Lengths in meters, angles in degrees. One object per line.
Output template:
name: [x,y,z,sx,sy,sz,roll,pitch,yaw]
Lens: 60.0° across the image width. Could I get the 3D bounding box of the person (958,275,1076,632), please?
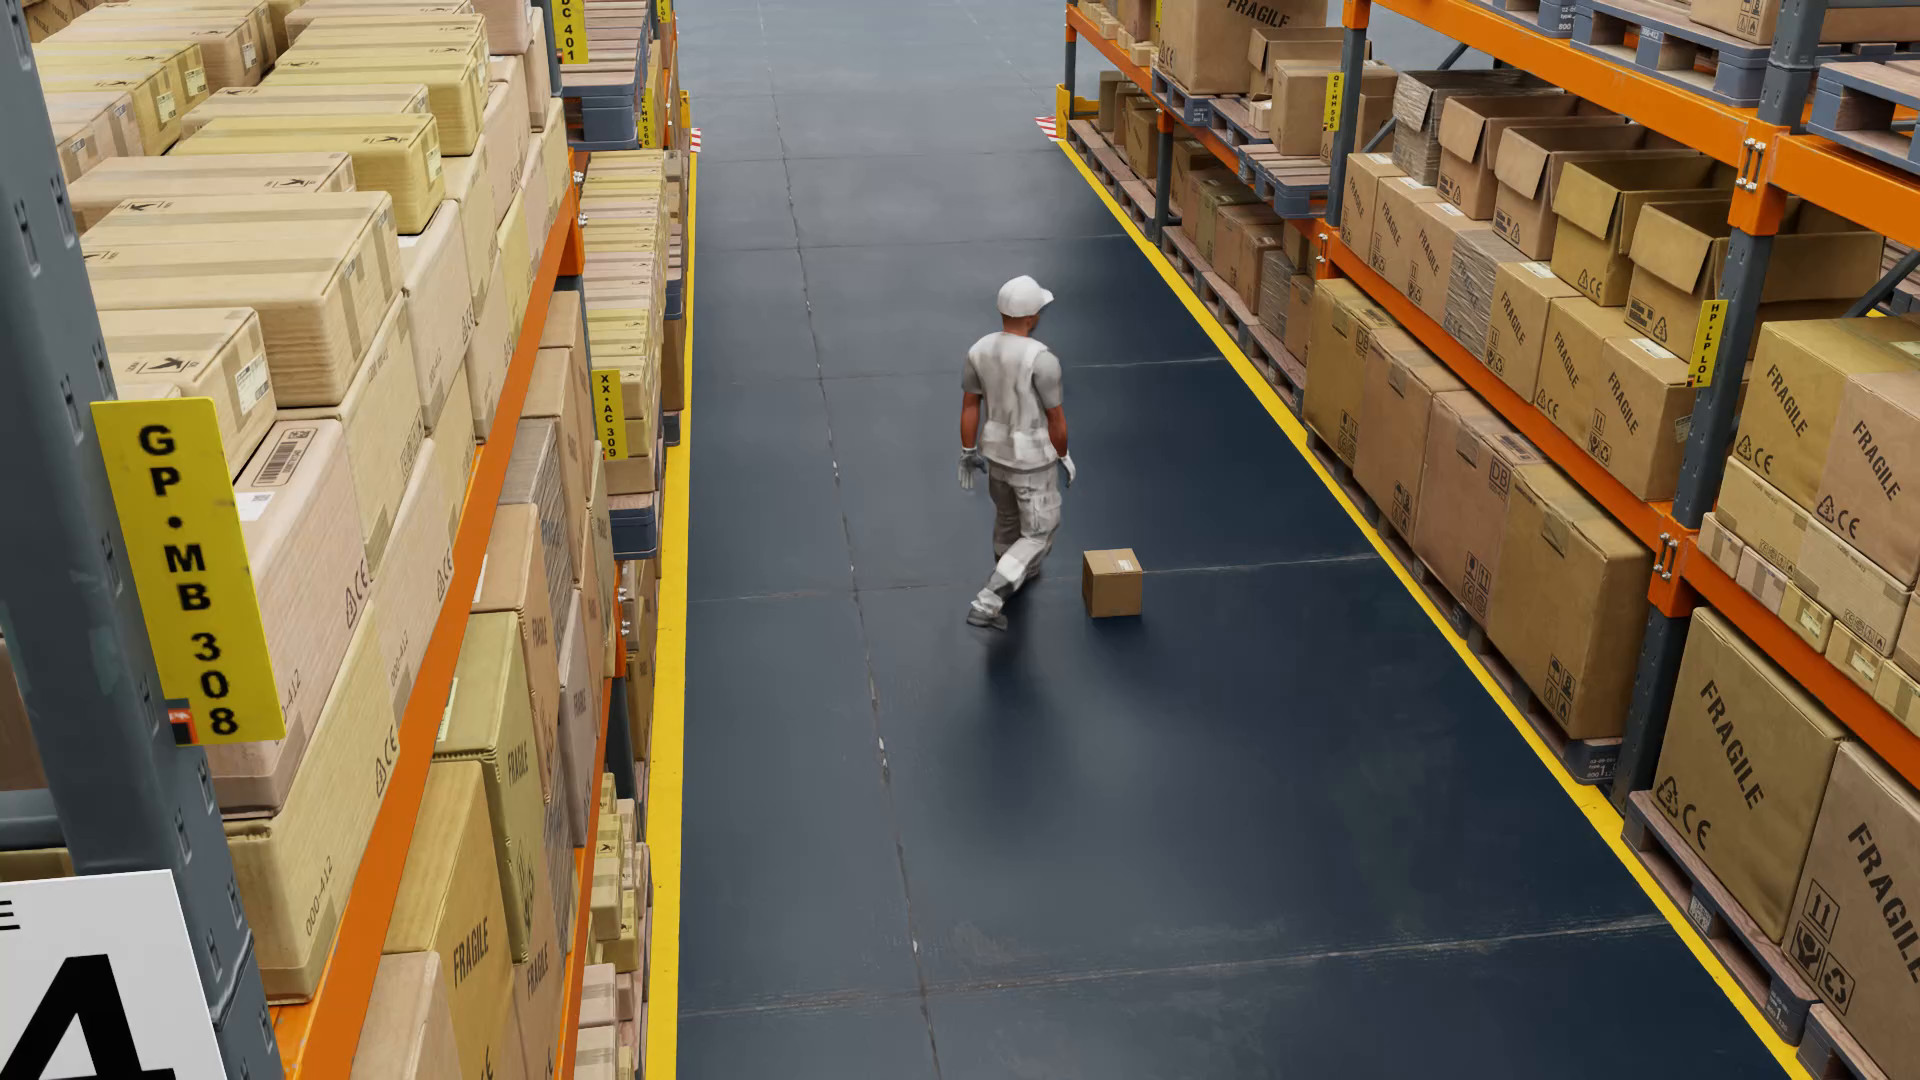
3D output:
person: [0.247,-0.408,7.909,0.907,1.764,0.589,-23,35,-37]
